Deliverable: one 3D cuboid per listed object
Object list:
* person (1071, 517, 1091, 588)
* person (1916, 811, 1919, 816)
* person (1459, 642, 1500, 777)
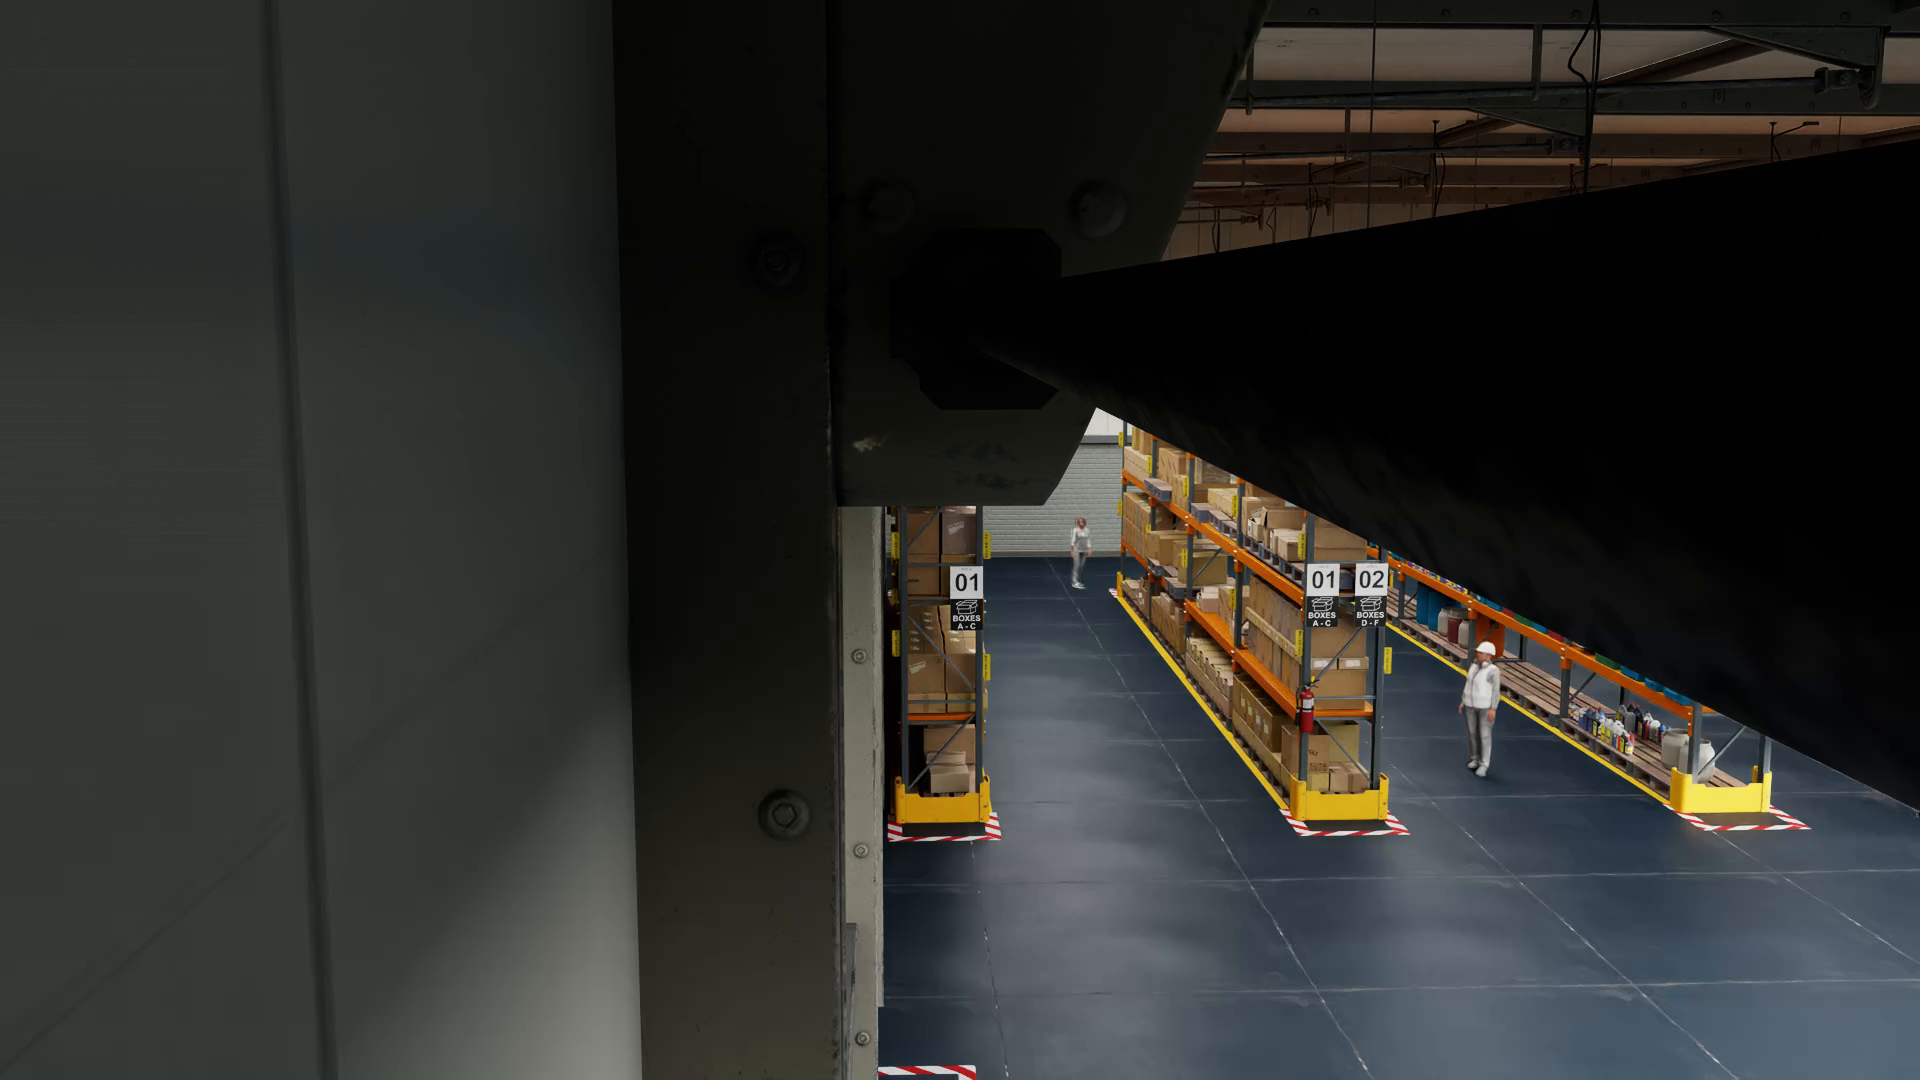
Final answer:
[{"bbox_3d":[2.748,0.375,37.581,0.471,1.411,0.443,-4,9,-27],"label":"person"},{"bbox_3d":[12.031,2.582,20.503,0.574,1.807,0.534,4,9,27],"label":"person"},{"bbox_3d":[7.078,2.285,22.674,0.555,1.785,0.562,7,11,43],"label":"person"}]
